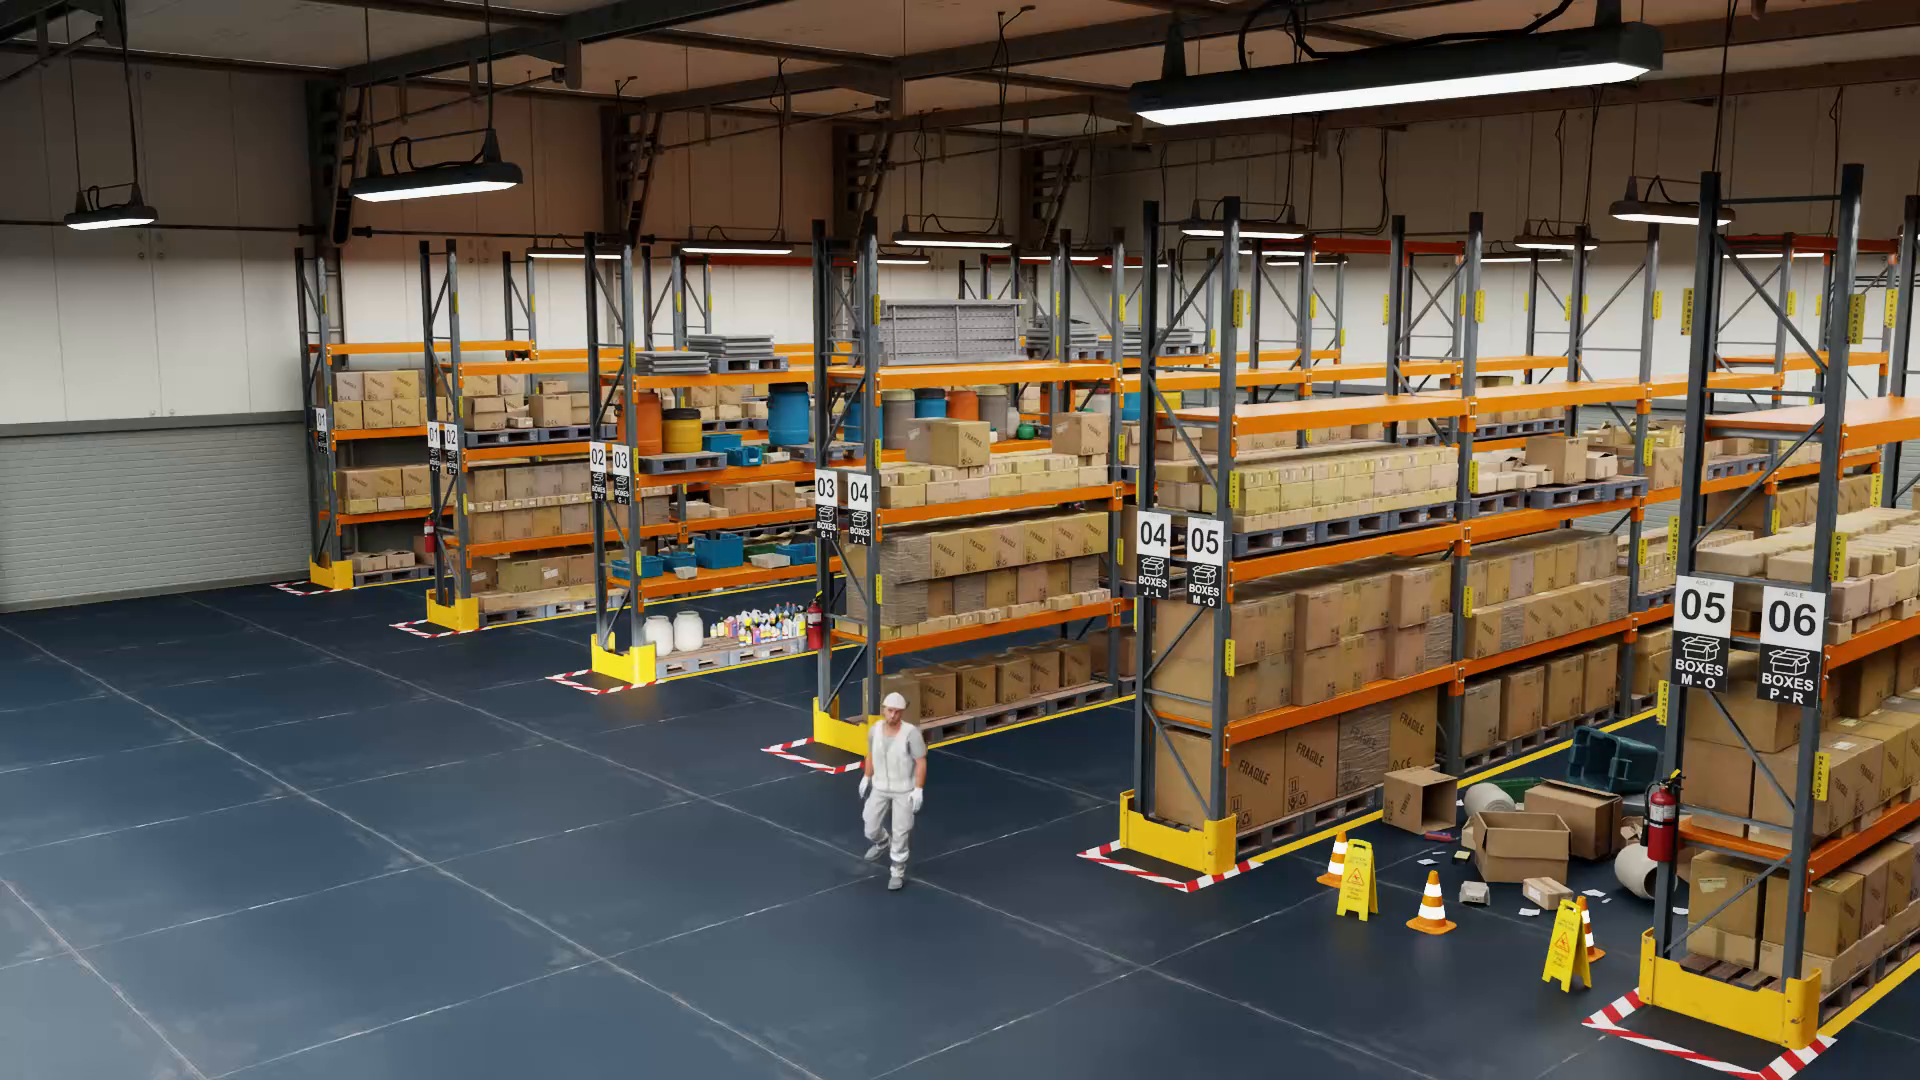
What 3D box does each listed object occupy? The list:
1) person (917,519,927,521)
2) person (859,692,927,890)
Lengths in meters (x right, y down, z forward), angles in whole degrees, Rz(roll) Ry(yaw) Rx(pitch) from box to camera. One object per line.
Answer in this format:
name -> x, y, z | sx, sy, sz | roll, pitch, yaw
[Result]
person -> -0.867, -0.069, 28.203 | 0.801, 1.757, 0.562 | -6, 10, -36
person -> -0.577, 2.165, 14.614 | 0.710, 1.759, 0.696 | 3, 9, 17
